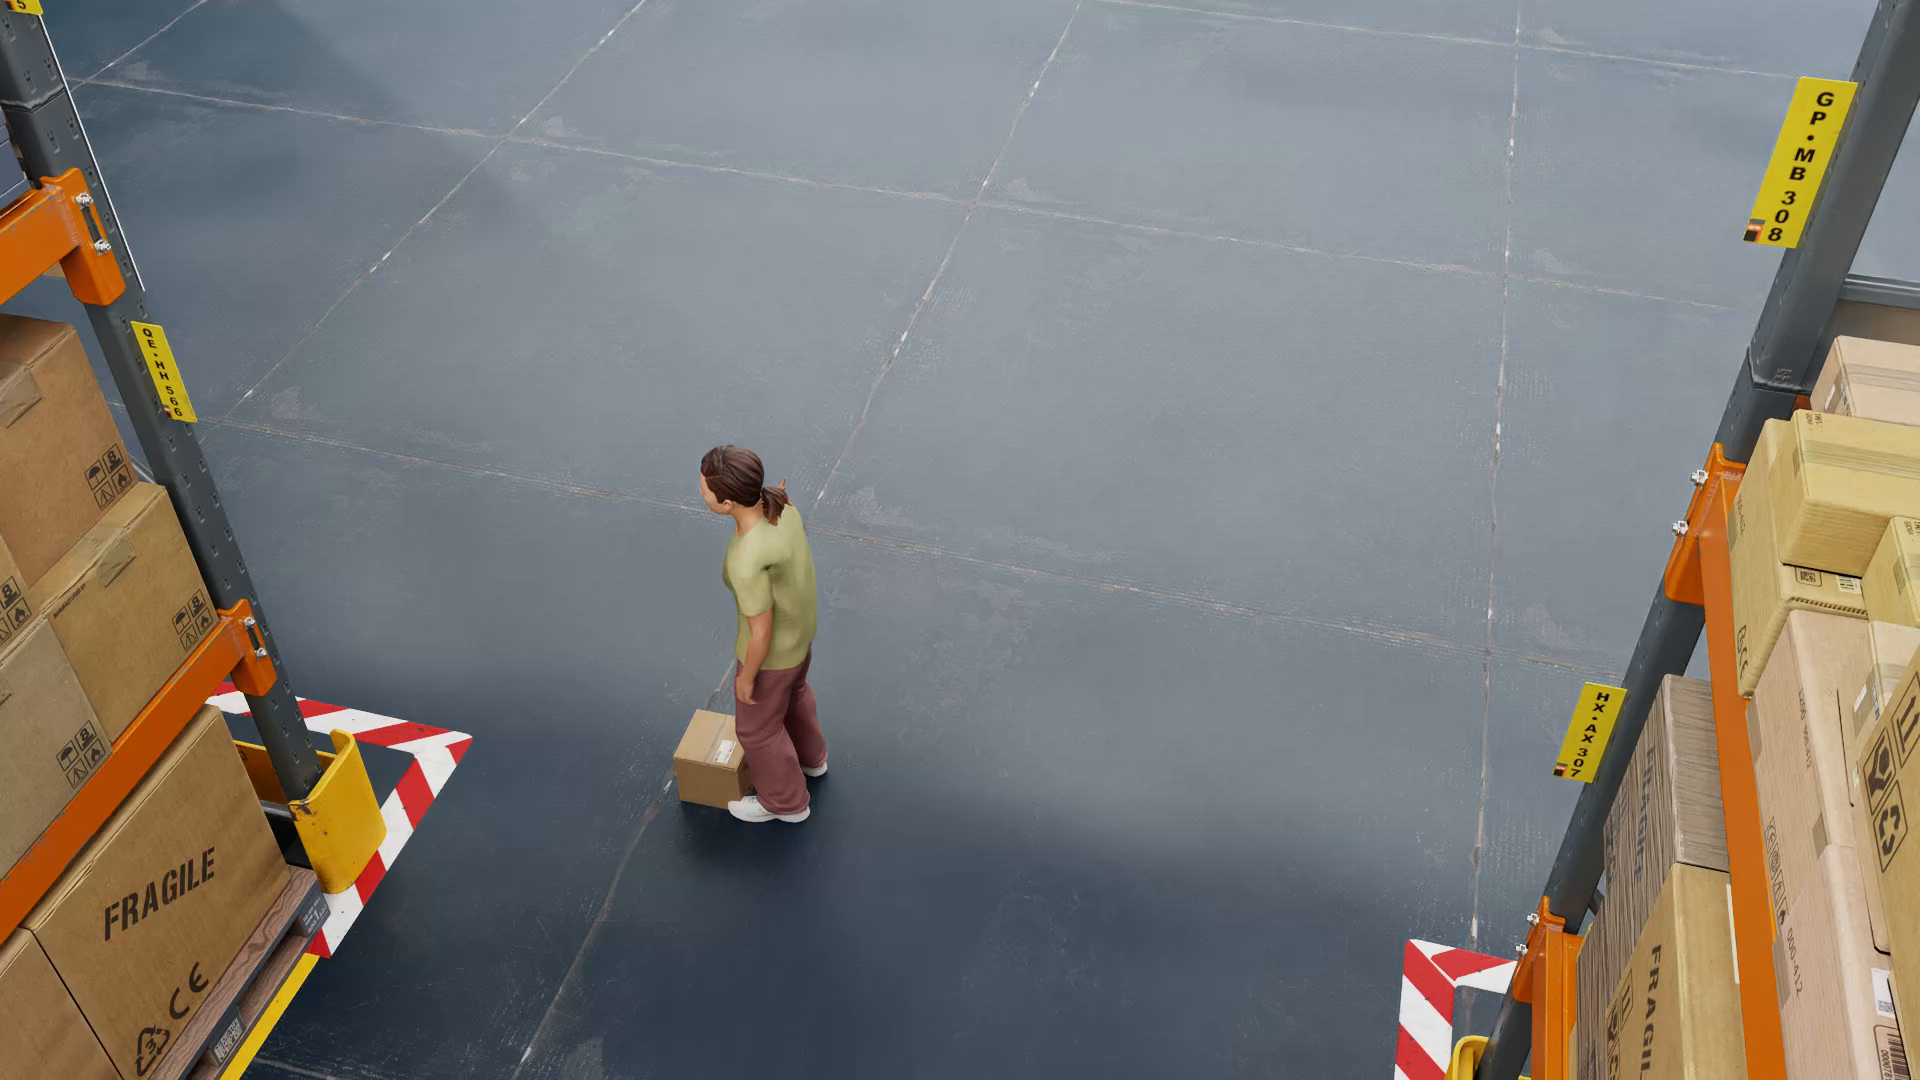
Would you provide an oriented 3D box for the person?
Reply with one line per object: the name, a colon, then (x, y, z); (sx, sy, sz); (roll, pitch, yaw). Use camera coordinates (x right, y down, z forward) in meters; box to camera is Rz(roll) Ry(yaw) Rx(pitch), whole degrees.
person: (-0.673, 0.340, 5.771); (0.358, 1.673, 0.520); (8, 42, 9)
